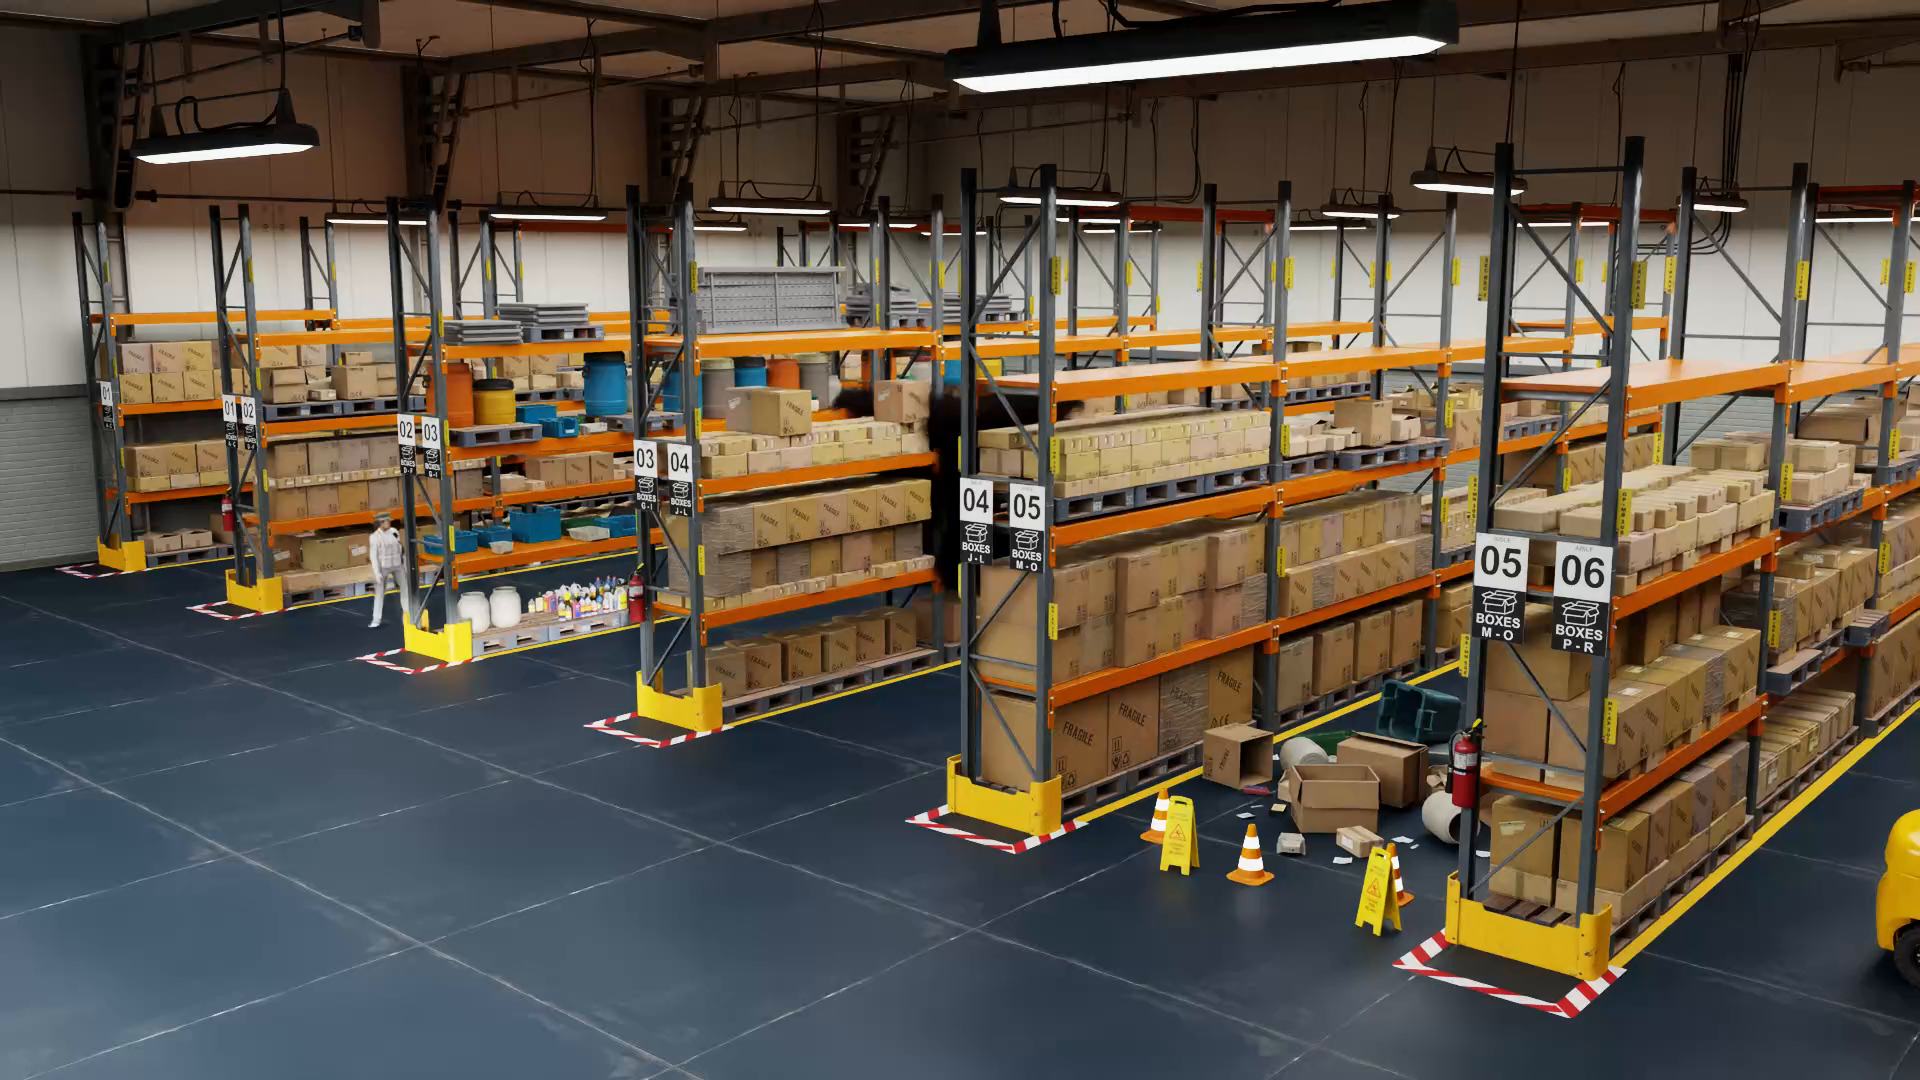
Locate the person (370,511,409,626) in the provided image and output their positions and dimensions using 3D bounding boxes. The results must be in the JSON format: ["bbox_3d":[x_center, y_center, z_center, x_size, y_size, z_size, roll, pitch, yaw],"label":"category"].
[{"bbox_3d":[-8.138,0.419,23.802,0.637,1.703,0.519,-7,12,-36],"label":"person"}]

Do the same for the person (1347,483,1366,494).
[{"bbox_3d":[6.625,-0.275,27.648,0.573,1.727,1.045,7,12,38],"label":"person"}]
